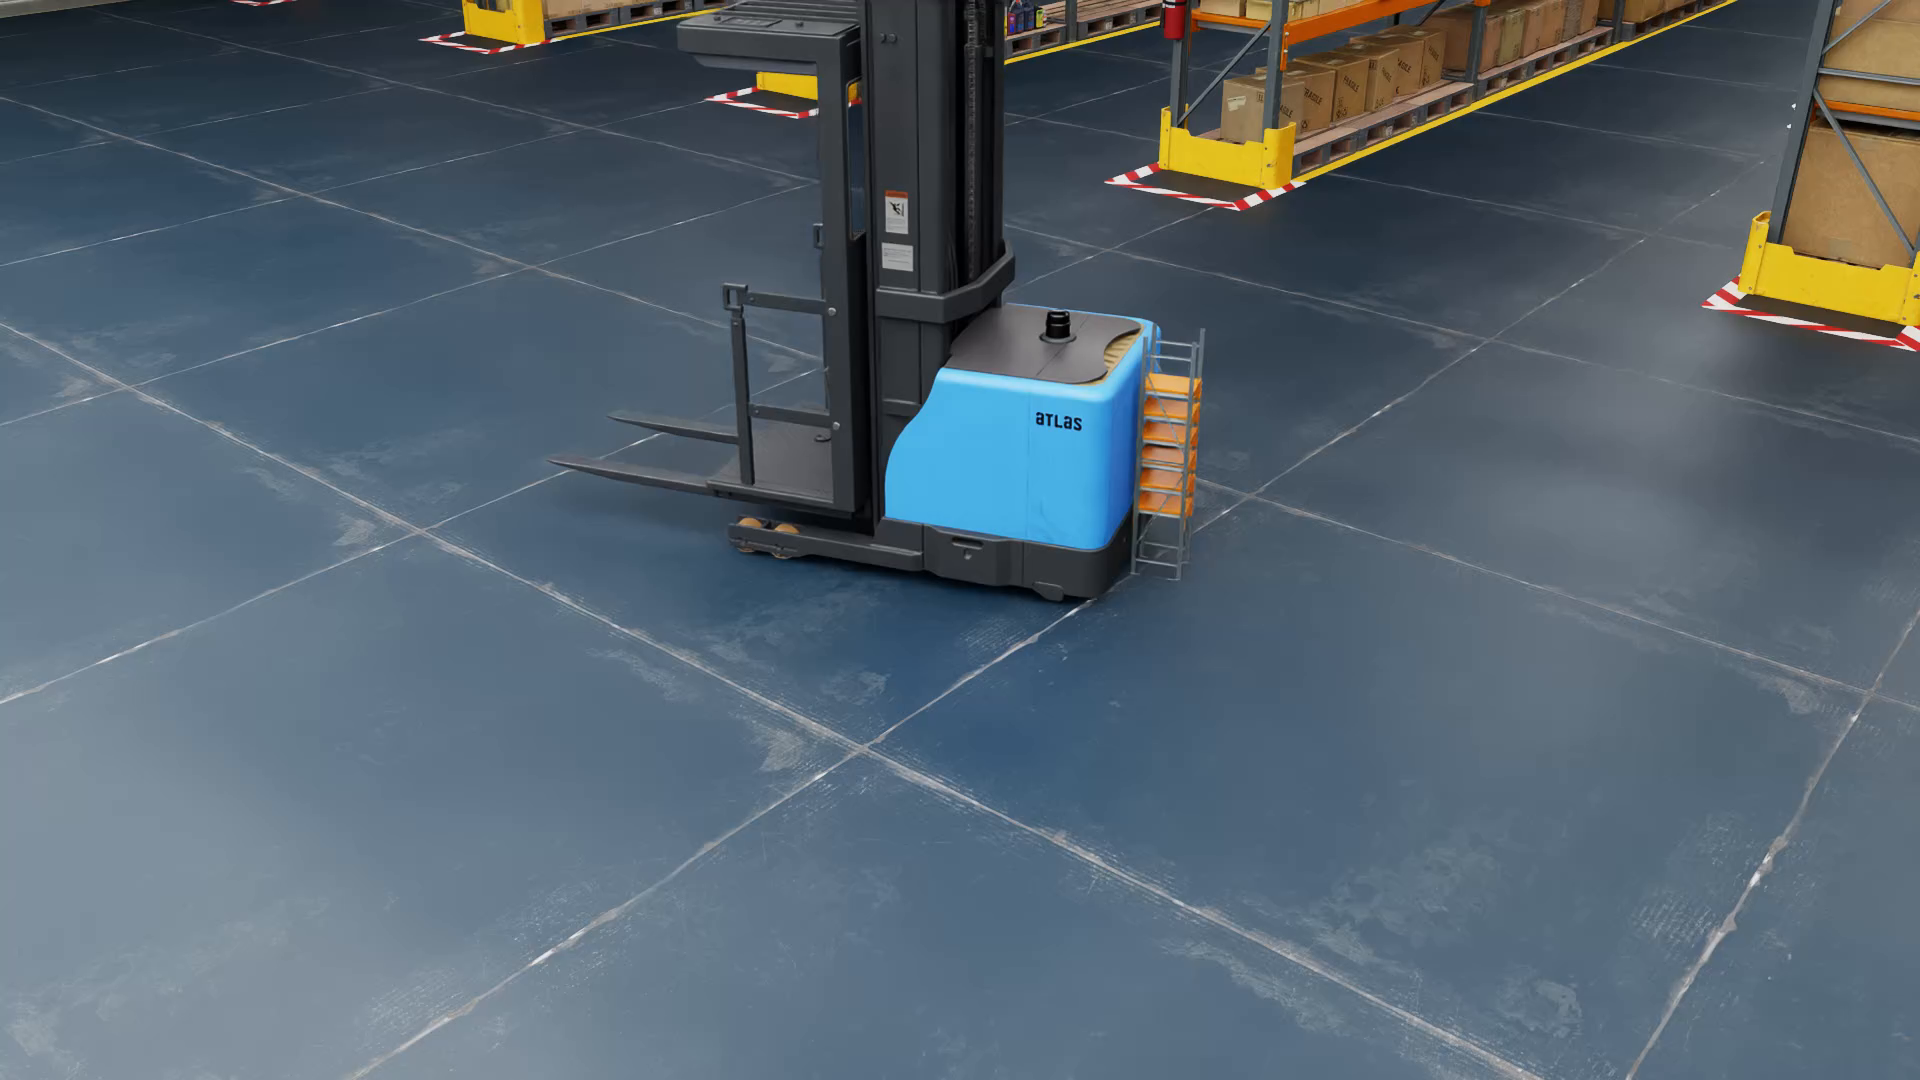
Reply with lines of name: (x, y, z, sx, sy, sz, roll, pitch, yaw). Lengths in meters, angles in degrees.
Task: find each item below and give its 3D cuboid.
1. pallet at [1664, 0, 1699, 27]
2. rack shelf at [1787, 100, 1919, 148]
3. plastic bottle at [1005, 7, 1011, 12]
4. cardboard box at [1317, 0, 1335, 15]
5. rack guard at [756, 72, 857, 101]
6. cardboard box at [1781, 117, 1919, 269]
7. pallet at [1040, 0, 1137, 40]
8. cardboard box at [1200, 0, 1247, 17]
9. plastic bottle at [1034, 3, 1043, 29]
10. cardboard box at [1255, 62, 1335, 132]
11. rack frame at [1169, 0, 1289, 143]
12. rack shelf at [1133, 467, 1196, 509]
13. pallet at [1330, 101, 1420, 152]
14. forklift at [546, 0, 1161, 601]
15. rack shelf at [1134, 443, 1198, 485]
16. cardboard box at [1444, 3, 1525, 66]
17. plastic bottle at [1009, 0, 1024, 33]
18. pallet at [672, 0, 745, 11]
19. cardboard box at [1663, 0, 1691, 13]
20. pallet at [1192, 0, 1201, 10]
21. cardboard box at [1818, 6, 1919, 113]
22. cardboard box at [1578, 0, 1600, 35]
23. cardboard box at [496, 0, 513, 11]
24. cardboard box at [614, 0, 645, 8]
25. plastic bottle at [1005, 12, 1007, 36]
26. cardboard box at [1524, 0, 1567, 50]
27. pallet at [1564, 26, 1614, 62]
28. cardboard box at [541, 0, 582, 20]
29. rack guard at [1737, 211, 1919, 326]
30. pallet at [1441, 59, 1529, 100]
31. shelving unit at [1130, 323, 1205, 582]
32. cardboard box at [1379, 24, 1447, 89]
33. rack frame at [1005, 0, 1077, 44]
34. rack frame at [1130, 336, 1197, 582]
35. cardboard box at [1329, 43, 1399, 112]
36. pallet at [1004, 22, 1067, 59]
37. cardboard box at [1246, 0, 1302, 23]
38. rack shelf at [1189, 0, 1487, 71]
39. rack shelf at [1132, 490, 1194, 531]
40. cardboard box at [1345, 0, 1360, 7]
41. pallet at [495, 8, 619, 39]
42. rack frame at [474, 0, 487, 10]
pallet: (8.648, -6.742, 21.053, 1.003, 0.211, 1.213, 21, 34, 34)
rack shelf: (7.259, -3.360, 12.264, 1.077, 0.370, 4.000, 21, 34, 34)
plastic bottle: (0.507, -5.961, 18.994, 0.152, 0.276, 0.135, 21, 34, 34)
cardboard box: (2.933, -4.543, 14.041, 0.380, 0.149, 0.250, 21, 34, 34)
rack guard: (-1.586, -4.834, 17.051, 1.175, 0.500, 0.348, 21, 34, 34)
cardboard box: (6.367, -2.473, 11.622, 0.875, 0.875, 0.875, 21, 34, 35)
pallet: (1.416, -6.373, 20.340, 1.003, 0.211, 1.213, 21, 34, 34)
cardboard box: (2.246, -4.506, 13.969, 0.380, 0.149, 0.250, 21, 34, 34)
plastic bottle: (0.895, -6.044, 19.146, 0.061, 0.283, 0.133, 23, 35, 37)
cardboard box: (2.988, -3.971, 14.925, 0.500, 0.500, 0.500, -18, 32, -31)
rack frame: (2.224, -4.456, 13.599, 1.000, 3.000, 0.127, 21, 34, 34)
rack shelf: (0.957, -0.247, 7.779, 0.258, 0.103, 0.180, 9, 29, 16)
pallet: (3.592, -3.953, 15.661, 1.003, 0.211, 1.213, 21, 34, 34)
forklift: (-0.600, -1.425, 7.814, 3.031, 2.935, 1.130, 9, 29, 18)
rack shelf: (0.957, -0.353, 7.724, 0.258, 0.103, 0.180, 9, 29, 16)
cardboard box: (5.493, -5.335, 17.539, 0.700, 0.500, 0.500, 21, 34, 34)
plastic bottle: (0.637, -5.960, 18.911, 0.144, 0.351, 0.185, 19, 33, 32)
pallet: (-3.412, -7.263, 22.059, 1.003, 0.211, 1.213, 21, 34, 34)
cardboard box: (8.340, -7.088, 20.542, 1.225, 0.875, 0.875, 21, 34, 35)
pallet: (2.968, -7.238, 22.012, 1.003, 0.211, 1.213, 21, 34, 34)
cardboard box: (6.188, -3.182, 10.973, 0.875, 0.550, 0.550, 21, 34, 34)
cardboard box: (6.902, -6.134, 19.085, 0.700, 0.500, 0.500, 19, 33, 32)
cardboard box: (-5.305, -6.594, 20.268, 0.500, 0.250, 0.500, 21, 34, 34)
cardboard box: (-4.272, -6.799, 20.663, 0.500, 0.250, 0.500, 21, 34, 34)
plastic bottle: (0.431, -5.846, 18.689, 0.144, 0.351, 0.185, 21, 34, 34)
cardboard box: (6.203, -5.731, 18.305, 0.700, 0.500, 0.500, 24, 36, 38)
pallet: (6.814, -5.777, 19.188, 1.003, 0.211, 1.213, 21, 34, 34)
cardboard box: (-4.905, -6.443, 19.976, 0.500, 0.250, 0.500, 21, 34, 34)
rack guard: (5.971, -1.852, 11.286, 1.175, 0.500, 0.348, 21, 34, 34)
pallet: (5.262, -4.912, 17.516, 1.003, 0.211, 1.213, 21, 34, 34)
shelving unit: (0.957, -0.393, 7.704, 0.258, 1.200, 0.189, 9, 29, 16)
cardboard box: (4.483, -4.821, 16.567, 0.500, 0.500, 0.500, 20, 33, 33)
rack frame: (0.946, -7.322, 19.139, 1.000, 3.000, 0.127, 21, 34, 34)
rack frame: (0.928, -0.353, 7.626, 0.240, 1.200, 0.006, 9, 29, 16)
cardboard box: (3.790, -4.372, 15.700, 0.500, 0.500, 0.500, 17, 32, 30)
pallet: (0.487, -5.857, 19.343, 1.003, 0.211, 1.213, 21, 34, 34)
cardboard box: (2.589, -4.376, 13.718, 0.380, 0.149, 0.250, 21, 34, 34)
rack shelf: (3.496, -4.846, 15.135, 1.077, 0.370, 4.000, 21, 34, 34)
rack shelf: (0.957, -0.140, 7.834, 0.258, 0.103, 0.180, 9, 29, 16)
cardboard box: (3.241, -4.725, 14.391, 0.380, 0.149, 0.250, 21, 34, 34)
pallet: (-4.964, -6.398, 20.387, 1.003, 0.211, 1.213, 21, 34, 34)
rack frame: (-5.418, -7.353, 19.198, 1.000, 3.000, 0.127, 21, 34, 34)
